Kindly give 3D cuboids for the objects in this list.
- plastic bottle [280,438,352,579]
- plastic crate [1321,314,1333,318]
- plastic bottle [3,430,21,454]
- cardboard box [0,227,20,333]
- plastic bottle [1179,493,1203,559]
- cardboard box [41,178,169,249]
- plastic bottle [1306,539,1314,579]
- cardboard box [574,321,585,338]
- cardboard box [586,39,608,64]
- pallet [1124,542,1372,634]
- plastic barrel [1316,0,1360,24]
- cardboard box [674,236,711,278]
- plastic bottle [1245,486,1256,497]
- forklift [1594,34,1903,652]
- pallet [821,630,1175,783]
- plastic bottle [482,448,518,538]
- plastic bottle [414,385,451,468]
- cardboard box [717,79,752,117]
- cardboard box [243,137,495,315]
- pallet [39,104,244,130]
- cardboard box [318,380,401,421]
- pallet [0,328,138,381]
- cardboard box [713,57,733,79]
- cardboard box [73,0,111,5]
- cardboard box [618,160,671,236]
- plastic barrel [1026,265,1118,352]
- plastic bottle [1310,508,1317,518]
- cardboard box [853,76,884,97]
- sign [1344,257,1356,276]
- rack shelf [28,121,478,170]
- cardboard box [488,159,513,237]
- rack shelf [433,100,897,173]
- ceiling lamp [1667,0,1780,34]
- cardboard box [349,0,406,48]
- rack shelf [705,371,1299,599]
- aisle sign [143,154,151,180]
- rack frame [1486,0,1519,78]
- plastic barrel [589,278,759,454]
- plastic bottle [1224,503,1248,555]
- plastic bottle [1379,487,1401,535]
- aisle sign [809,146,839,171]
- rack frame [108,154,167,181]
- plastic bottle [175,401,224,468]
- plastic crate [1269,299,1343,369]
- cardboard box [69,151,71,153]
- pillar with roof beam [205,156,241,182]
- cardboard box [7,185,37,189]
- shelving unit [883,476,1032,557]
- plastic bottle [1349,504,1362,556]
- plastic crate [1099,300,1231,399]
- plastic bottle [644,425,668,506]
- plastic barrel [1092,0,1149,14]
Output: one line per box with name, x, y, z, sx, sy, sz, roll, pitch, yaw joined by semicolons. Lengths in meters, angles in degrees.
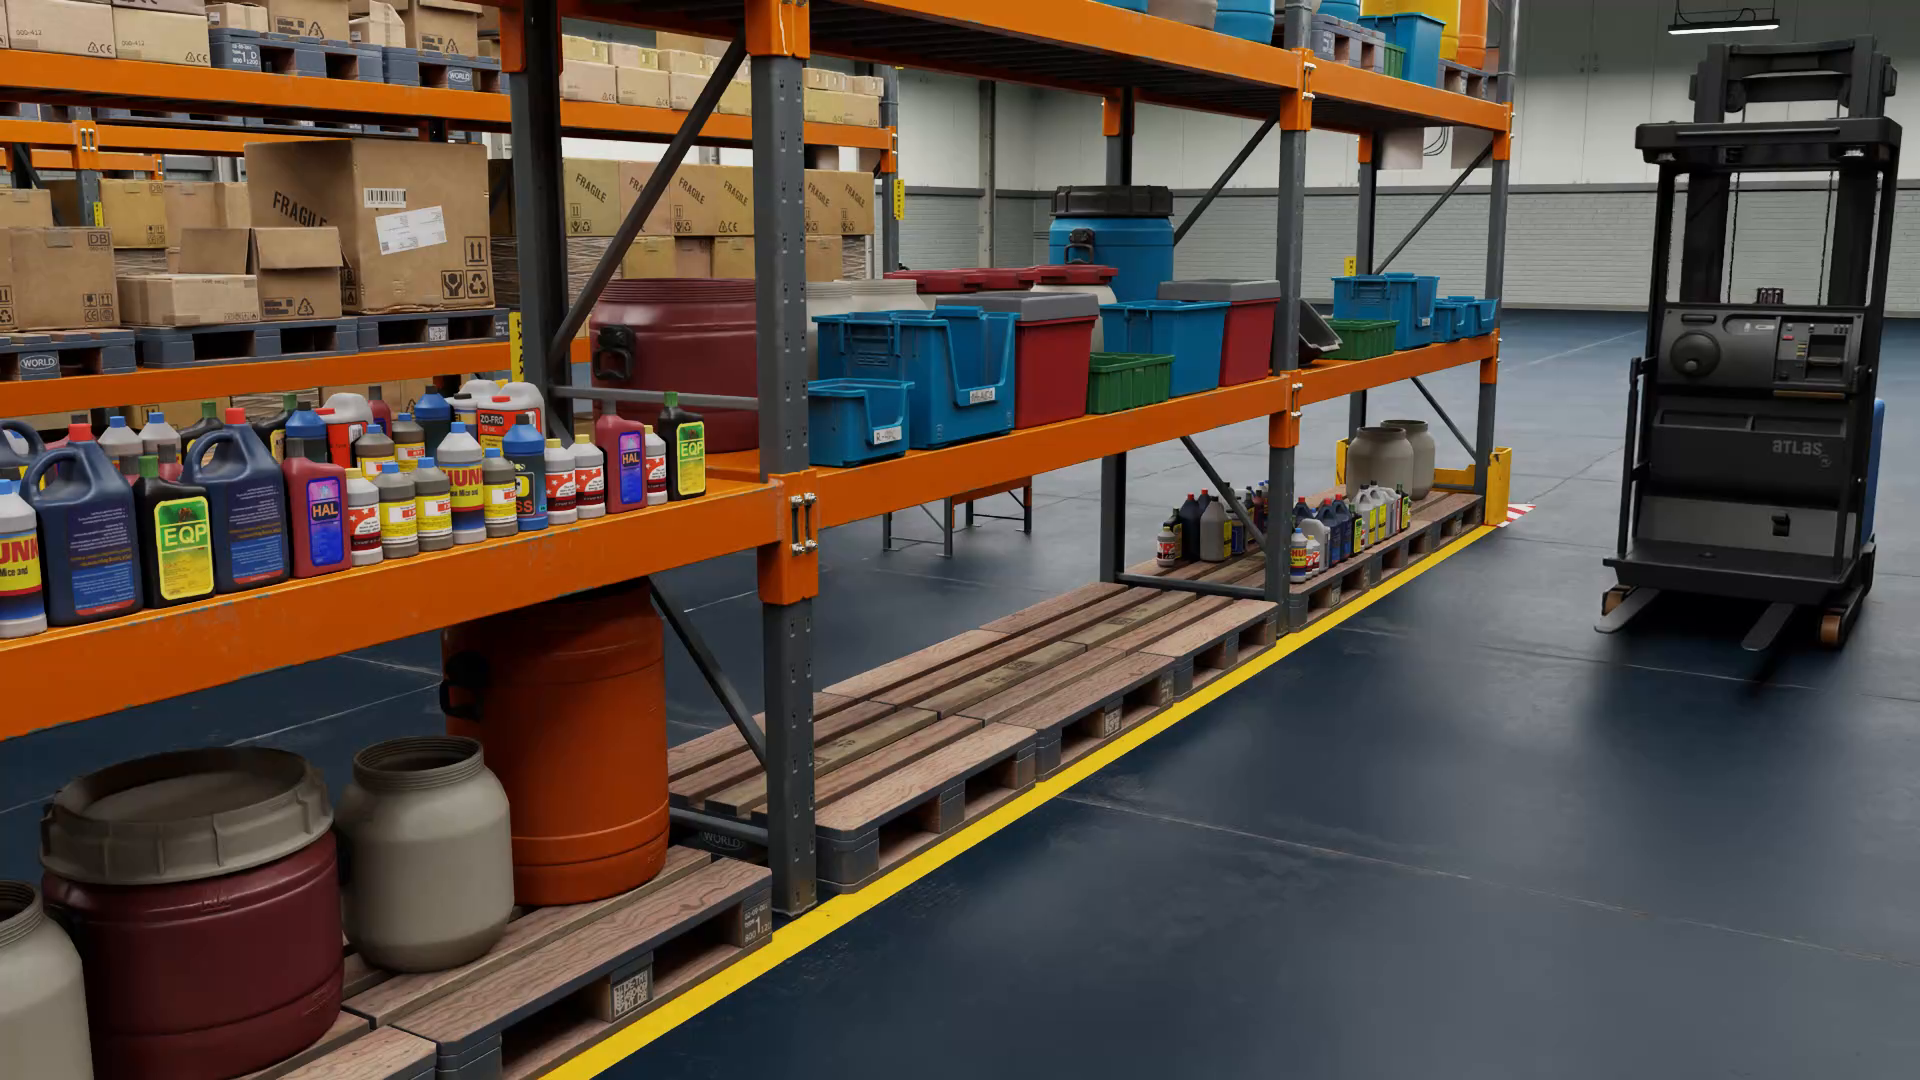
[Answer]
plastic bottle;-1.326;-0.071;3.414;0.061;0.283;0.133;6;12;31
plastic crate;2.527;-1.431;11.078;0.298;0.136;0.250;6;12;31
plastic bottle;-2.108;-0.096;3.569;0.152;0.276;0.135;6;12;31
cardboard box;-4.874;-1.230;7.875;0.500;0.500;0.500;5;12;24
plastic bottle;1.278;-0.085;9.173;0.144;0.351;0.185;6;12;29
cardboard box;-7.009;-2.664;13.604;0.875;0.550;0.550;6;12;31
plastic bottle;1.783;0.093;8.628;0.097;0.201;0.097;0;11;0
cardboard box;-2.675;-1.396;10.859;0.380;0.149;0.250;6;12;31
cardboard box;-2.531;-3.182;10.884;0.380;0.149;0.250;6;12;28
pallet;1.574;0.227;9.081;1.003;0.211;1.213;6;12;31
plastic barrel;1.798;-3.115;8.702;0.600;0.901;0.708;6;12;31
cardboard box;-2.294;-1.939;11.992;0.875;0.500;0.500;6;12;31
plastic bottle;1.724;-0.189;9.946;0.097;0.271;0.097;0;11;0
forklift;3.968;-1.014;8.319;1.130;2.935;3.031;7;13;32
pallet;0.183;0.649;6.829;1.003;0.211;1.213;6;12;31
plastic bottle;-1.079;-0.112;3.855;0.097;0.201;0.097;0;11;0
plastic bottle;-1.471;-0.297;4.651;0.097;0.271;0.097;0;11;0
cardboard box;-1.786;-3.206;12.100;0.500;0.250;0.500;6;12;30
cardboard box;-3.575;-1.905;10.119;1.000;1.000;1.000;6;12;31
pallet;-6.796;-3.563;13.839;1.003;0.211;1.213;6;12;31
cardboard box;-5.904;-1.544;15.598;0.875;0.875;0.875;6;12;30
pallet;-4.841;-0.914;8.119;1.213;0.211;1.003;6;12;31
cardboard box;-1.862;-3.386;11.974;0.380;0.149;0.250;7;13;32
cardboard box;-4.390;-2.784;7.805;0.500;0.500;0.500;6;12;31
cardboard box;-2.334;-2.327;11.349;0.500;0.500;0.500;6;12;31
plastic barrel;0.506;-0.979;7.577;0.433;0.535;0.433;0;11;0
plastic bottle;1.936;-0.038;9.142;0.097;0.271;0.097;0;11;0
cardboard box;-0.844;-3.667;13.478;0.380;0.149;0.250;6;12;31
sign;2.799;-1.860;11.900;0.100;0.325;0.005;6;12;31
rack shelf;-6.192;-3.440;14.895;1.077;0.370;4.000;6;12;31
cardboard box;-3.045;-2.299;11.199;0.500;0.500;0.500;6;12;31
rack shelf;-2.005;-2.950;12.279;1.077;0.370;4.000;6;12;31
ceiling lamp;15.166;-11.635;32.700;2.000;3.185;0.800;6;12;31
cardboard box;-3.446;-2.972;9.666;0.396;0.266;0.258;7;13;33
rack shelf;0.152;-0.374;6.667;1.077;0.370;4.000;6;12;31
aisle sign;-9.156;-4.351;18.891;0.394;0.787;0.004;6;12;31
rack frame;3.267;-4.620;11.089;1.000;3.000;0.127;6;12;31
plastic barrel;-0.905;-0.581;5.453;0.600;0.536;0.708;6;12;31
plastic bottle;1.517;-0.068;9.286;0.152;0.276;0.135;6;12;31
plastic bottle;2.533;-0.180;9.887;0.152;0.276;0.135;6;12;31
aisle sign;-1.191;-3.460;14.135;0.394;0.787;0.004;6;12;31
rack frame;-9.436;-3.091;19.226;1.000;3.000;0.127;6;12;31
plastic bottle;-1.856;-0.192;4.061;0.061;0.283;0.133;6;12;31
plastic crate;1.570;-1.081;8.662;0.767;0.338;0.504;6;12;31
cardboard box;-9.651;-4.278;18.099;0.380;0.149;0.250;7;13;32
pillar with roof beam;-8.018;-7.022;23.923;9.100;9.000;0.400;6;12;31
cardboard box;-9.961;-3.507;17.655;0.700;0.500;0.500;6;12;30
shelving unit;-0.004;-0.552;10.759;0.538;1.125;1.048;6;12;31
plastic bottle;2.183;-0.062;9.233;0.061;0.283;0.133;7;13;33
plastic crate;0.883;-0.831;7.197;0.392;0.384;0.575;6;12;31
plastic bottle;-0.808;-0.194;4.294;0.097;0.201;0.097;0;11;0
plastic barrel;0.432;-2.456;6.322;0.600;0.901;0.708;6;12;31
